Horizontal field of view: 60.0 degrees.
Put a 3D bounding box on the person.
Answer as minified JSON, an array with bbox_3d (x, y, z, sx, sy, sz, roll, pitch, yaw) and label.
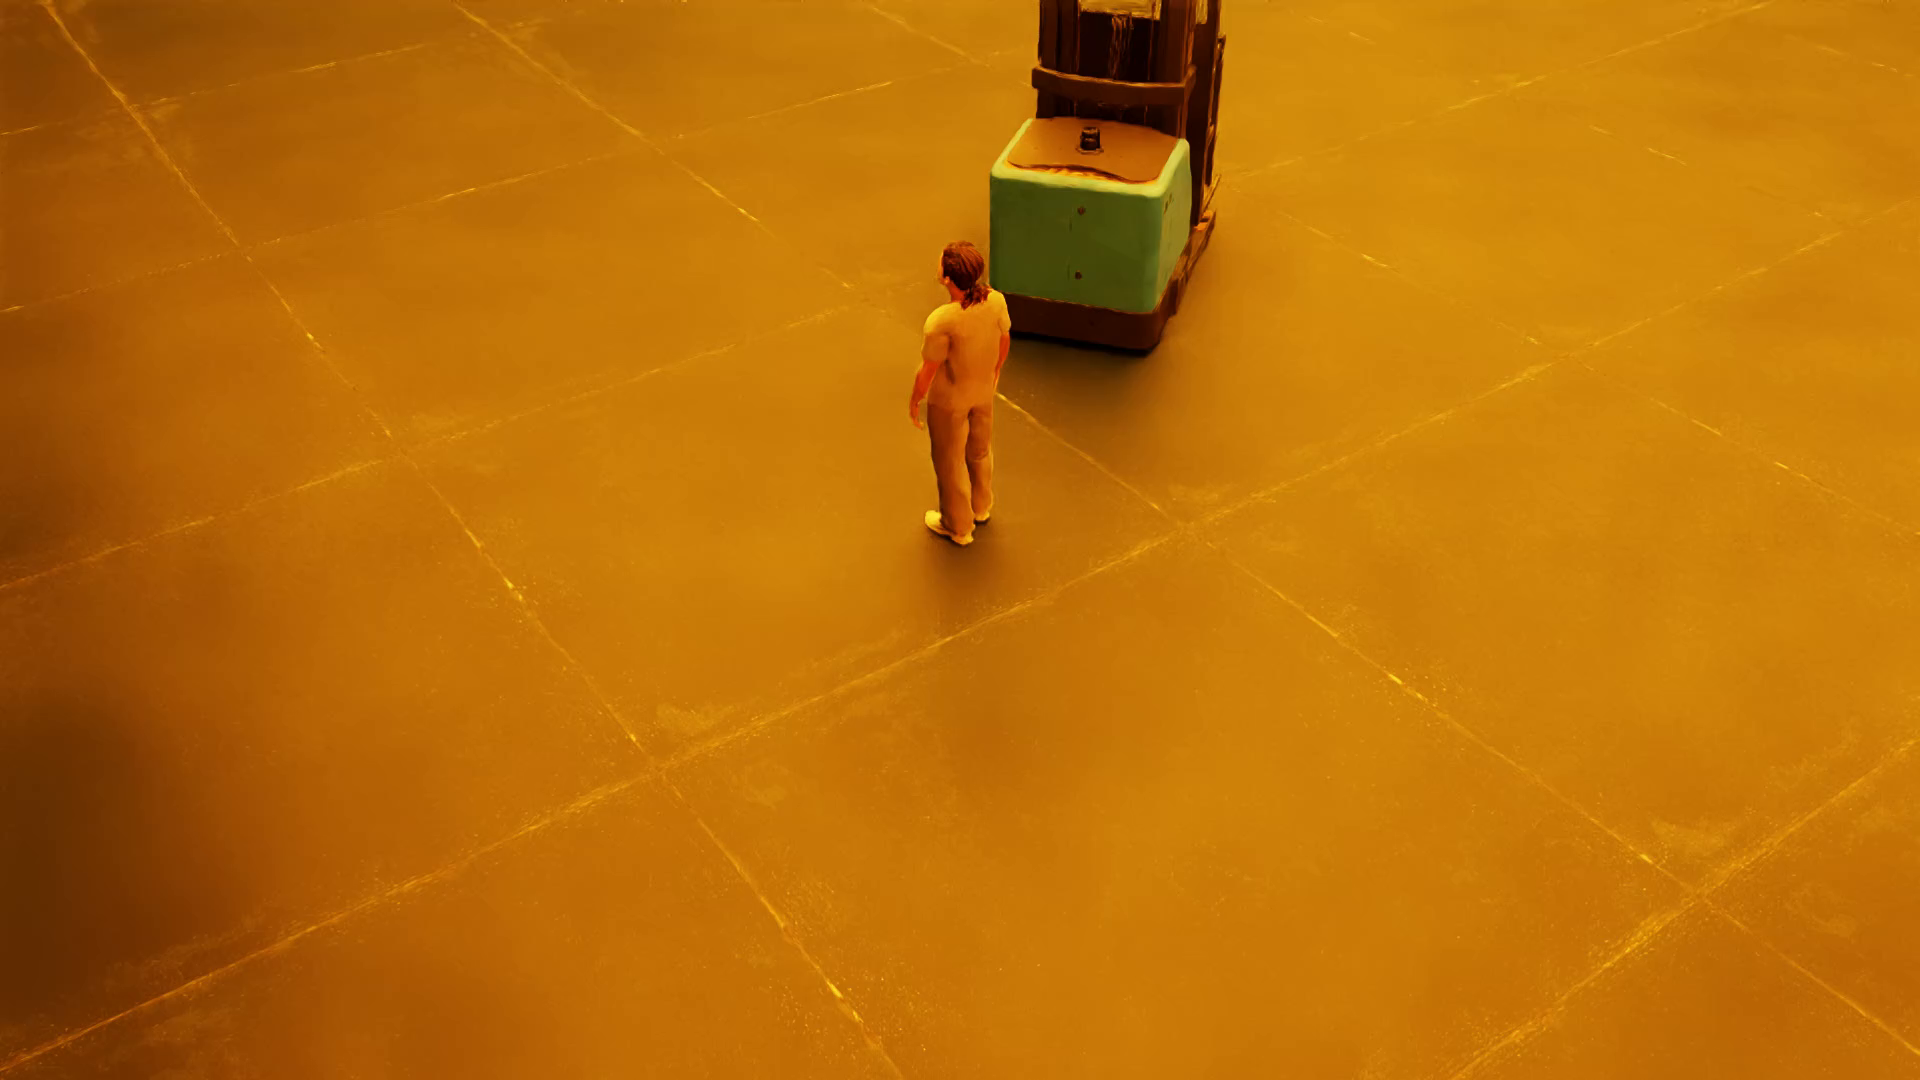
[{"bbox_3d":[-0.039,-0.721,7.973,0.550,1.663,0.525,-23,42,-28],"label":"person"}]

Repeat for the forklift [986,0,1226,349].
[{"bbox_3d":[1.089,-3.182,10.248,1.130,2.935,3.031,11,38,14],"label":"forklift"}]
